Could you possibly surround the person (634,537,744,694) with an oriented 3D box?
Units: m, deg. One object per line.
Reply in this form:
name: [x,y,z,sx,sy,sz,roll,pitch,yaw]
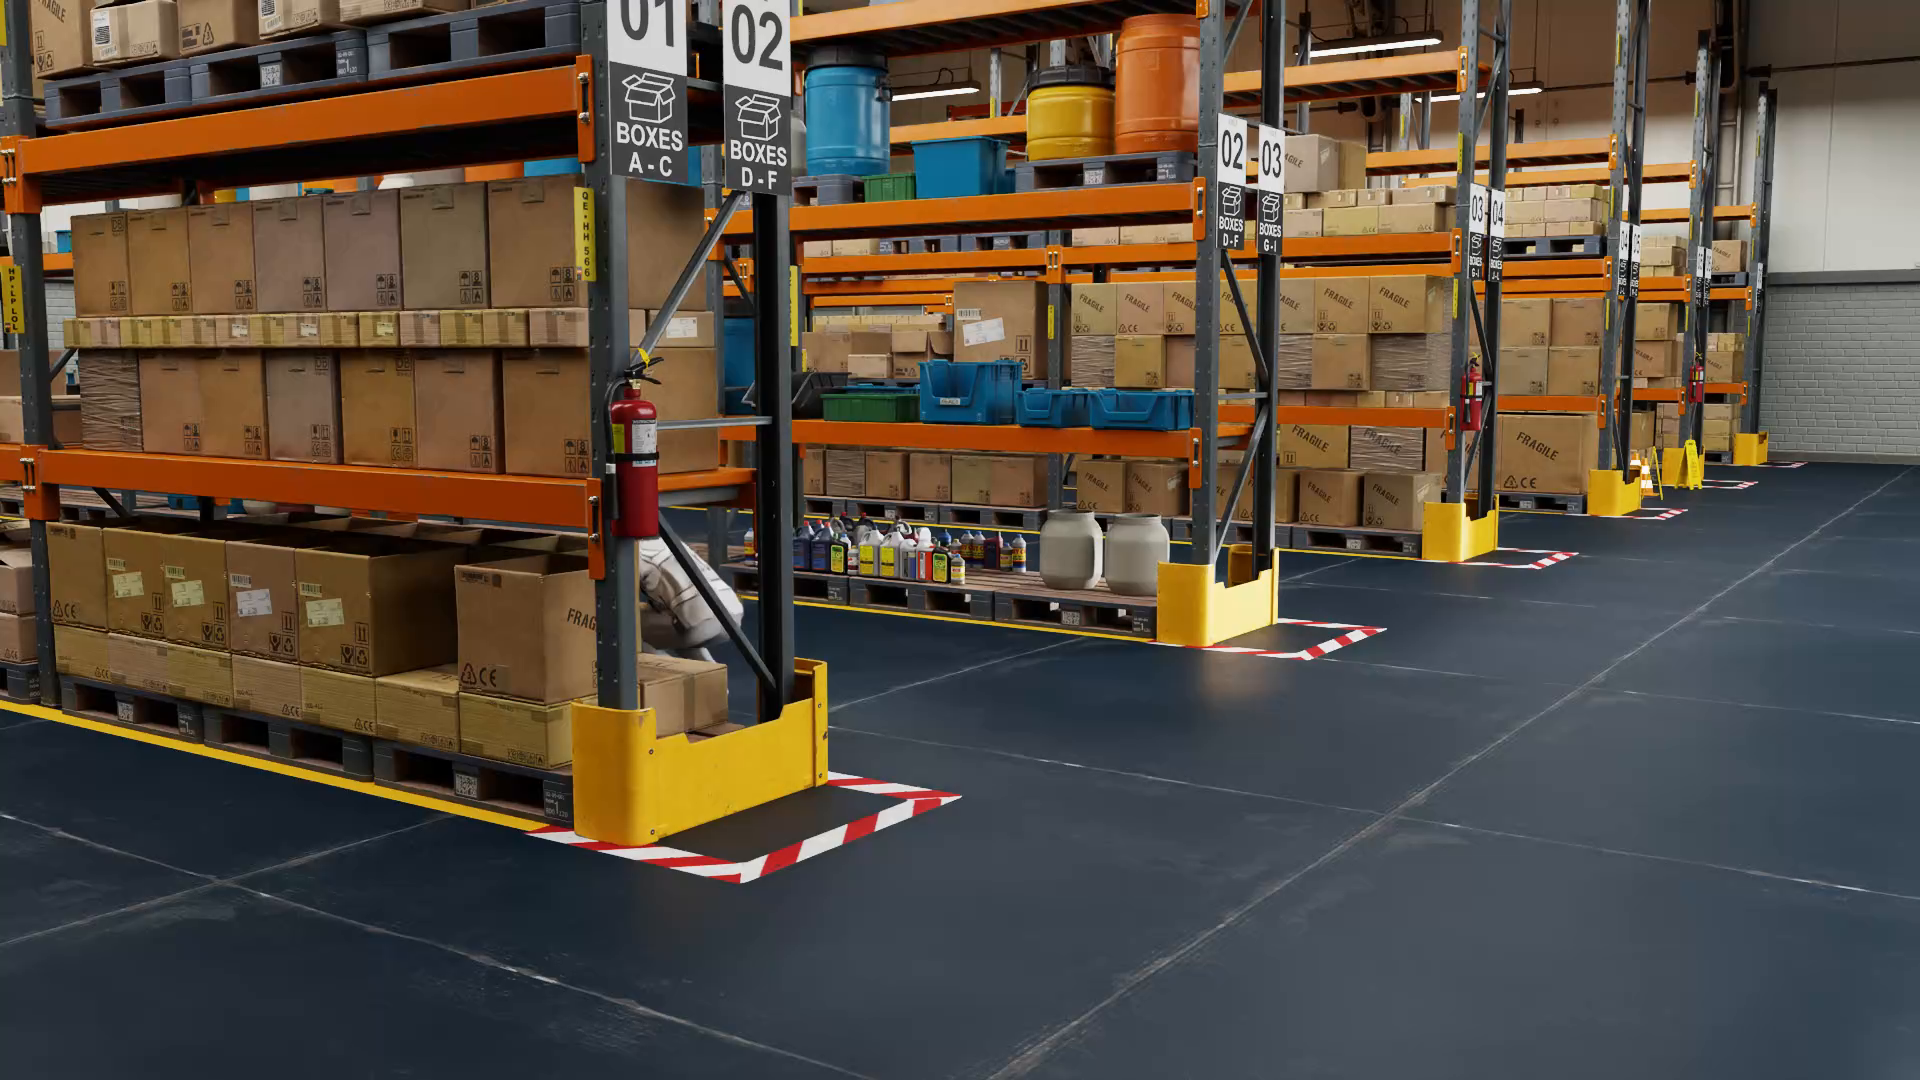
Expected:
person: [-1.534,0.357,8.632,0.848,0.938,0.499,4,8,34]
